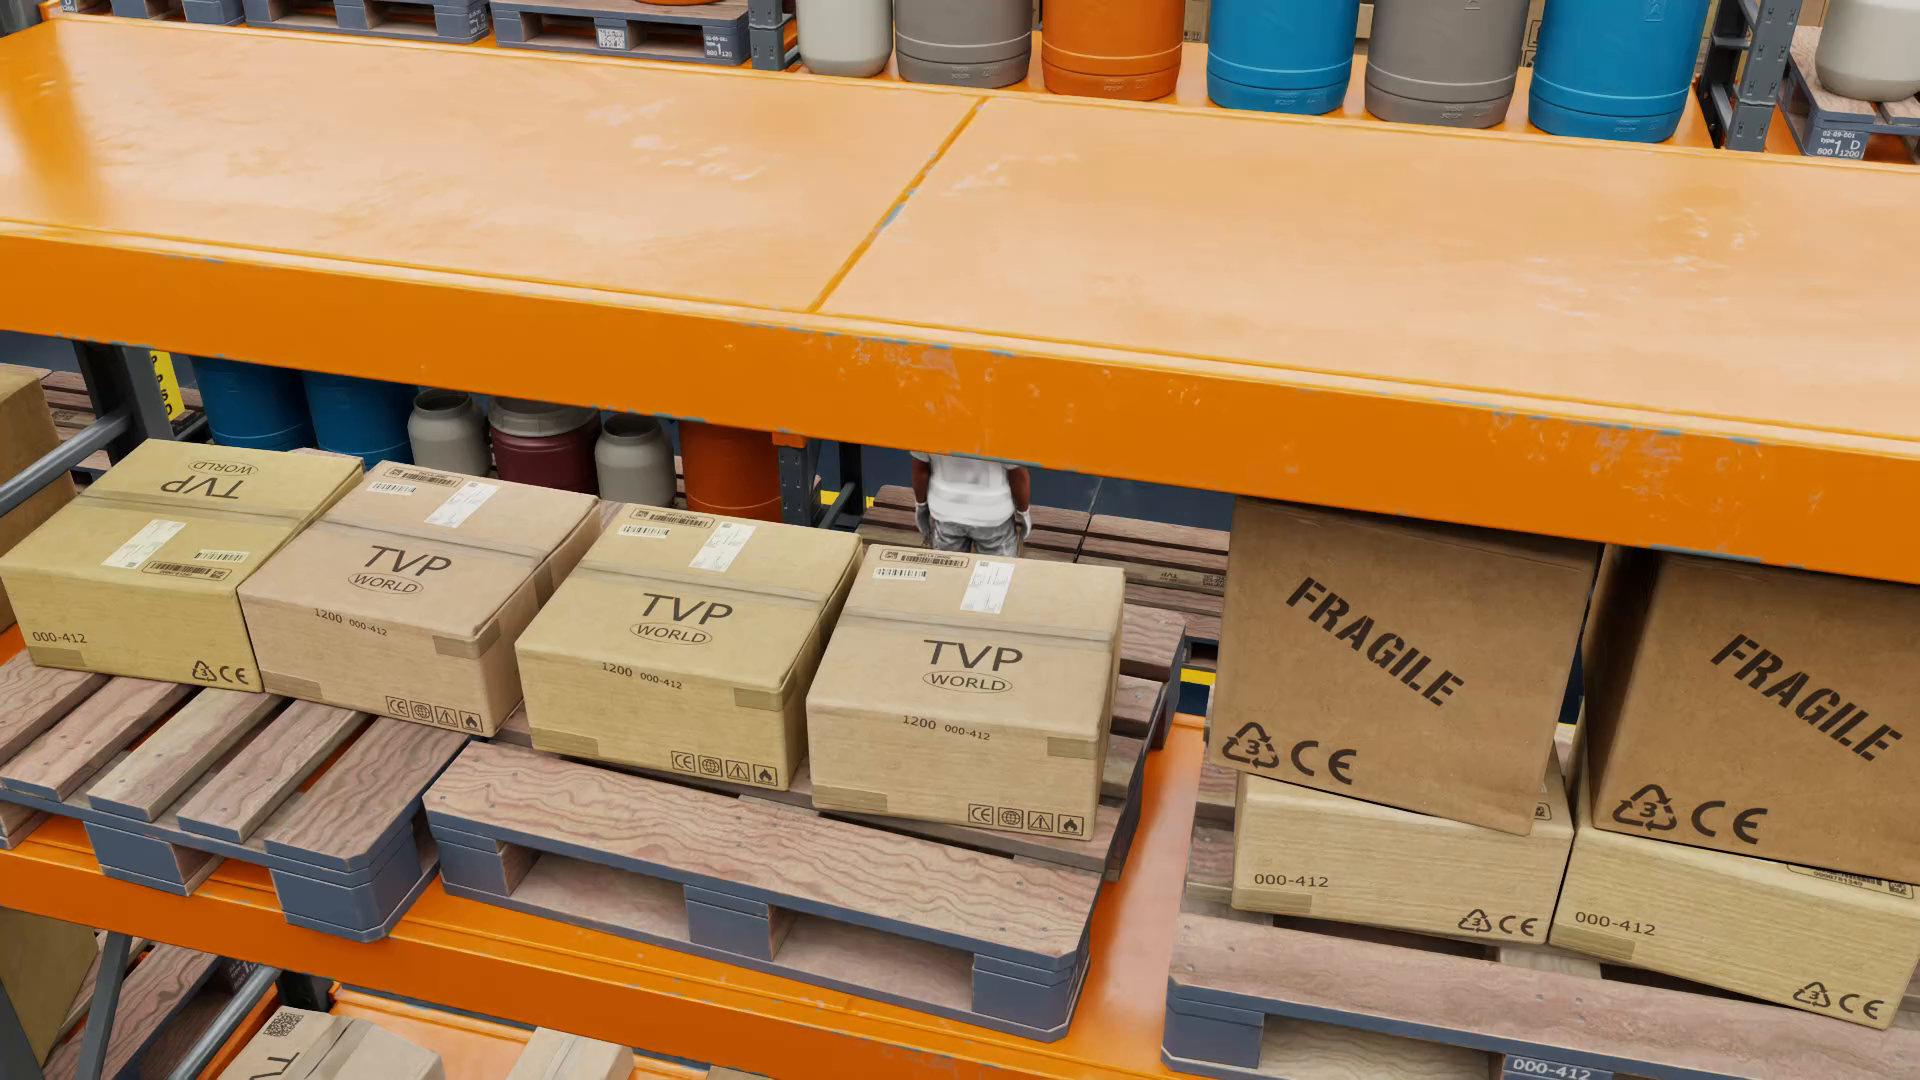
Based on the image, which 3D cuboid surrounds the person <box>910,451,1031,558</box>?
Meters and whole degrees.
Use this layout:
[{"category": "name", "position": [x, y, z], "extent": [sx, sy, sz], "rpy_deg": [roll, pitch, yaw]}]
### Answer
[{"category": "person", "position": [0.063, -0.152, 7.853], "extent": [0.561, 1.789, 0.404], "rpy_deg": [8, 33, 12]}]
